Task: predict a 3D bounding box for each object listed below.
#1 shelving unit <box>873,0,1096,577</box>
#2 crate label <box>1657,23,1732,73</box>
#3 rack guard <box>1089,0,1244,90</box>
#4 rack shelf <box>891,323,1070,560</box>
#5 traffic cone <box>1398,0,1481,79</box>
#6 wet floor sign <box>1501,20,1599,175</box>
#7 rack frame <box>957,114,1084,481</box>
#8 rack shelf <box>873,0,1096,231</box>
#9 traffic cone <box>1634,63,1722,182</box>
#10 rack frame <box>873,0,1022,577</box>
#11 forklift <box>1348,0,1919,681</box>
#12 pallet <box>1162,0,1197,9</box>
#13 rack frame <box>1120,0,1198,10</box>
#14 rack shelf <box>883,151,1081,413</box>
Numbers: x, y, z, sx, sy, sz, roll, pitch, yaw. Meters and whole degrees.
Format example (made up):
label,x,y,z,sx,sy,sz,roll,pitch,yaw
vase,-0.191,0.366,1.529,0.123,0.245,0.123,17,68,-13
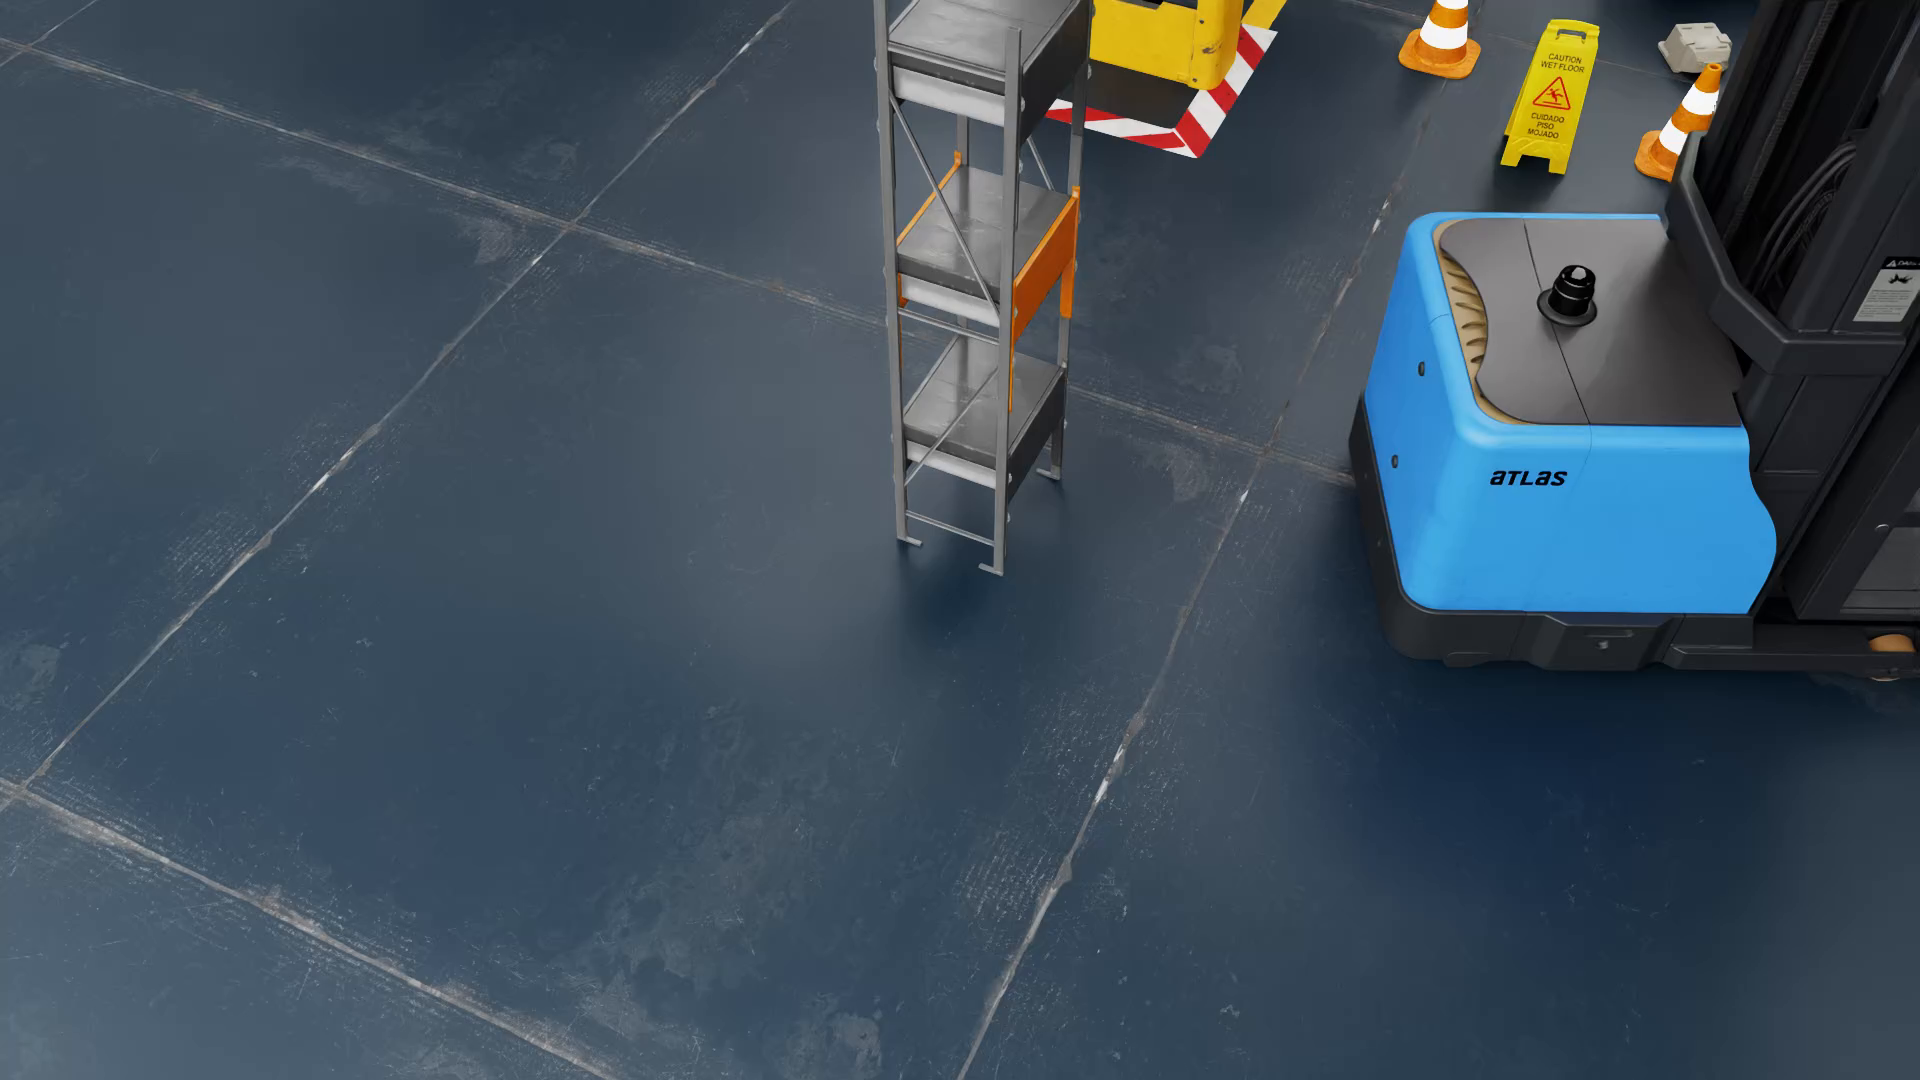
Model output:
label,x,y,z,sx,sy,sz,roll,pitch,yaw
shelving unit,0.071,-0.794,5.047,0.431,2.100,0.503,20,52,16
crate label,3.361,-2.236,7.563,0.250,0.136,0.298,-4,50,-3
rack guard,0.684,-2.474,7.527,1.175,0.500,0.348,20,52,16
rack shelf,0.071,-0.332,5.591,0.431,0.518,0.480,20,52,16
traffic cone,2.205,-2.382,7.473,0.336,0.463,0.334,20,52,16
wet floor sign,2.472,-1.873,6.920,0.267,0.644,0.232,12,51,10
rack frame,0.175,-0.962,5.190,0.400,2.100,0.015,20,52,16
rack shelf,0.071,-1.239,4.525,0.431,0.518,0.480,20,52,16
traffic cone,3.081,-1.780,6.961,0.336,0.463,0.334,20,52,16
rack frame,-0.034,-0.626,4.904,0.400,2.100,0.015,20,52,16
forklift,2.897,-0.904,4.595,3.031,2.935,1.130,1,50,1
pallet,0.965,-2.973,8.141,1.003,0.211,1.213,20,52,16
rack frame,0.694,-3.301,6.589,1.000,3.000,0.127,20,52,16
rack shelf,0.071,-0.786,5.058,0.431,0.518,0.480,20,52,16
